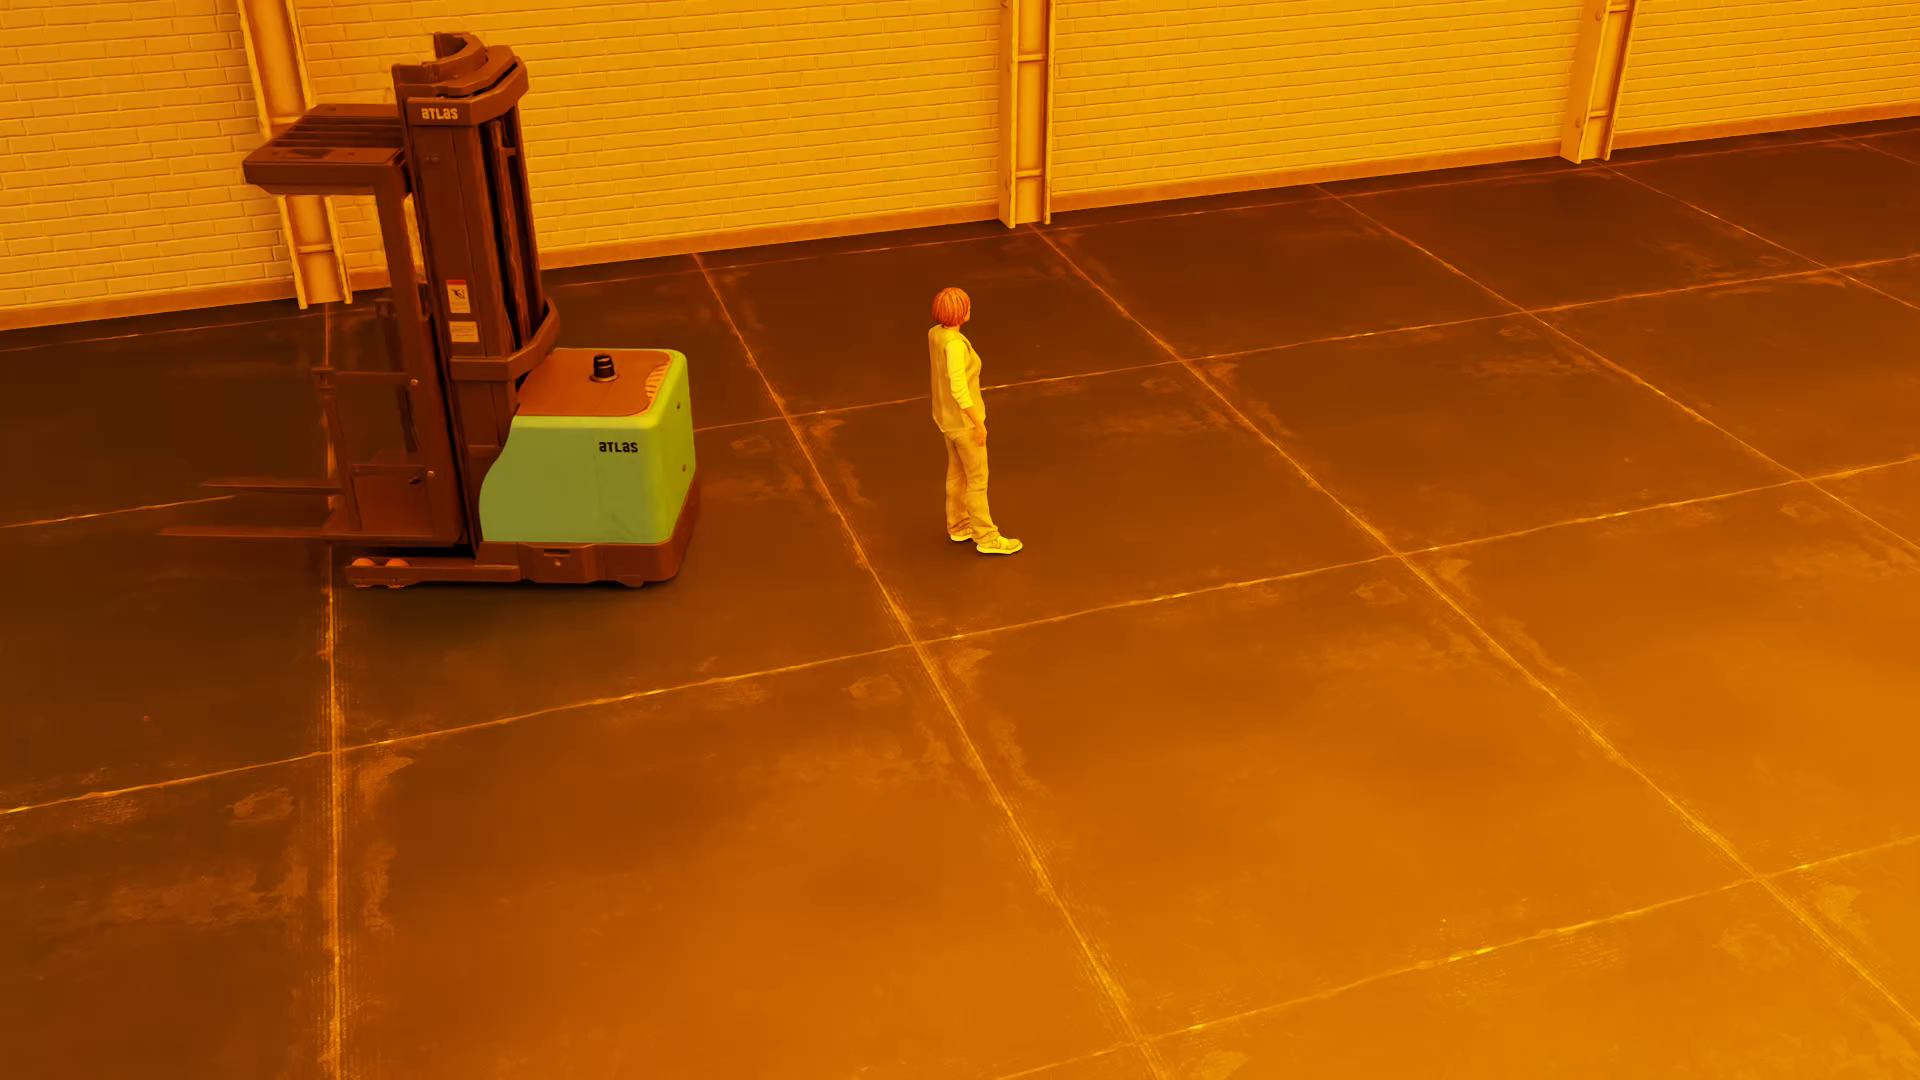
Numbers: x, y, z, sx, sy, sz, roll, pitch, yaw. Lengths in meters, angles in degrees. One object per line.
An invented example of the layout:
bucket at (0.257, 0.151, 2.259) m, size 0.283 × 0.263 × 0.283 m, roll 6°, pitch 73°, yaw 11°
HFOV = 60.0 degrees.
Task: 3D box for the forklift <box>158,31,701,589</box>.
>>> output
forklift at (-3.127, -1.255, 9.268) m, size 3.031 × 2.935 × 1.130 m, roll 1°, pitch 30°, yaw 2°

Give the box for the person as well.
person at (0.075, -0.704, 9.633) m, size 0.473 × 1.599 × 0.520 m, roll -10°, pitch 31°, yaw -16°
